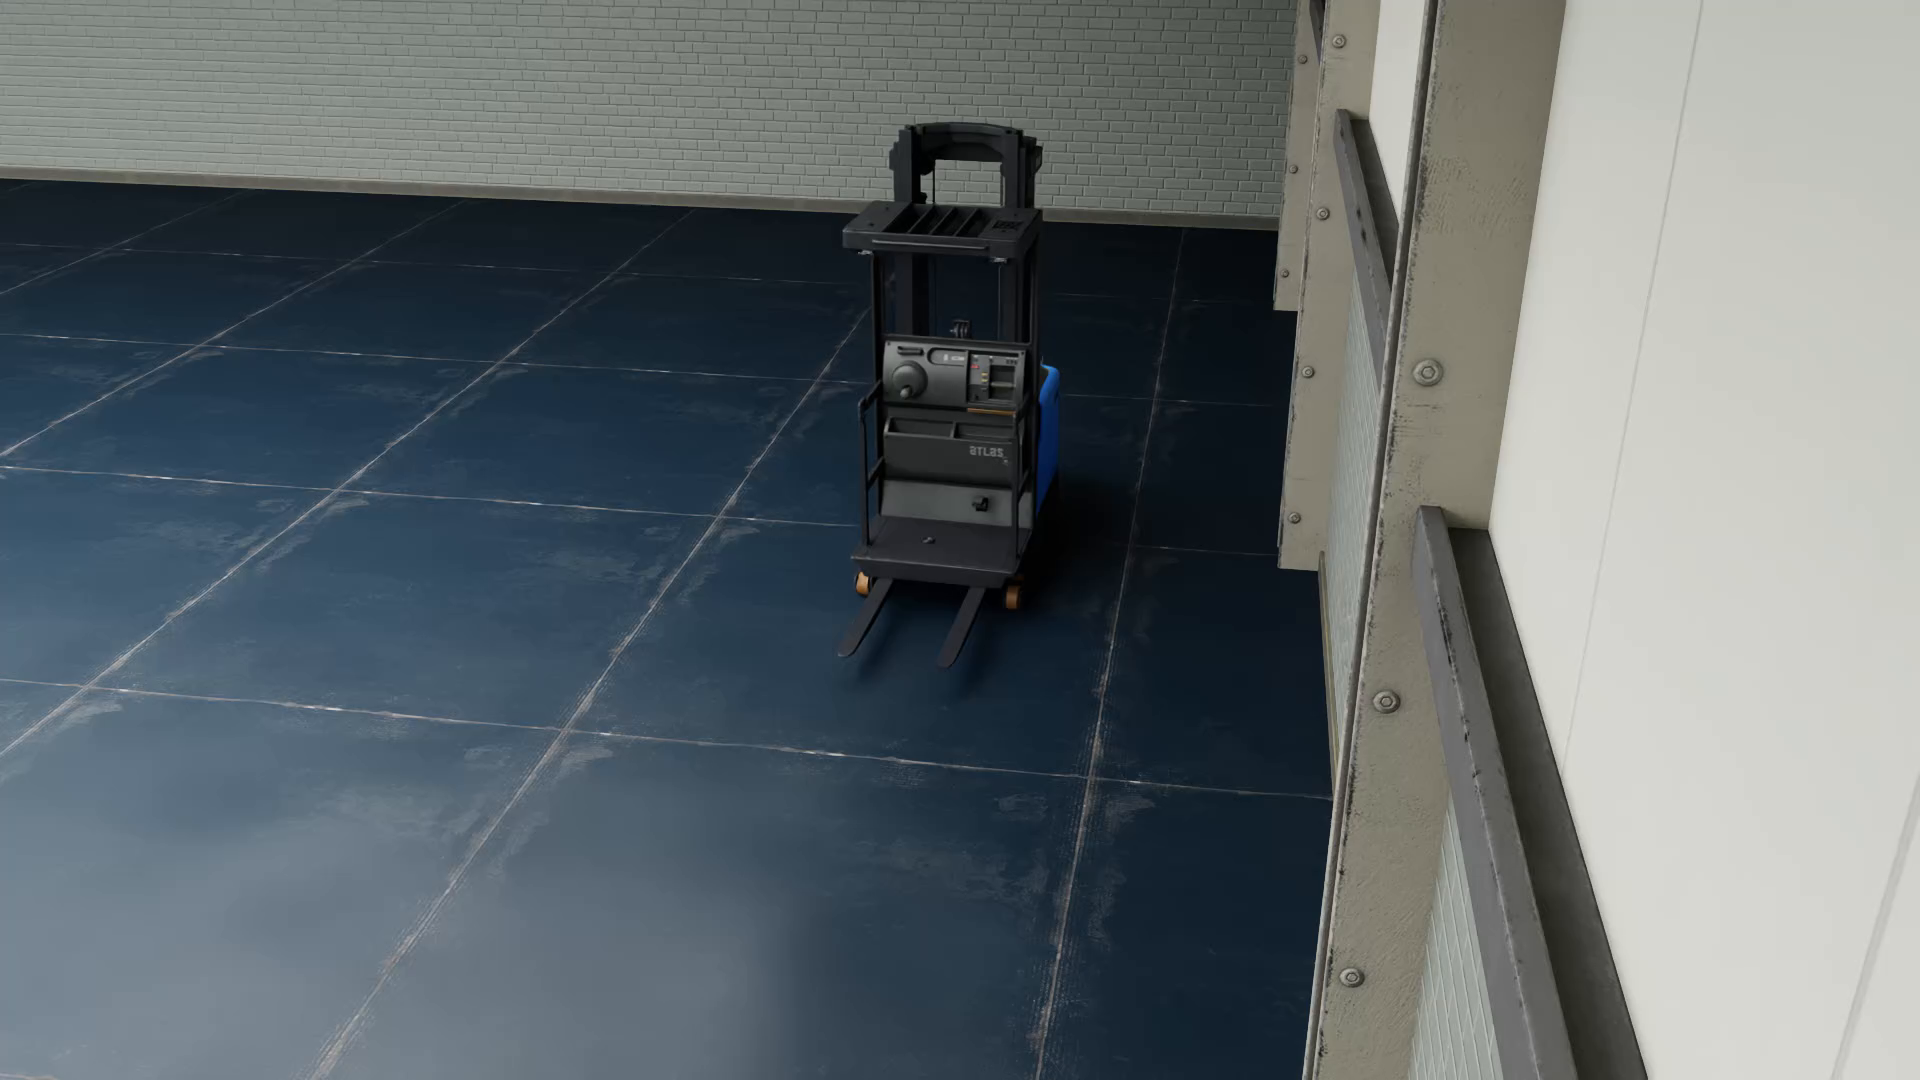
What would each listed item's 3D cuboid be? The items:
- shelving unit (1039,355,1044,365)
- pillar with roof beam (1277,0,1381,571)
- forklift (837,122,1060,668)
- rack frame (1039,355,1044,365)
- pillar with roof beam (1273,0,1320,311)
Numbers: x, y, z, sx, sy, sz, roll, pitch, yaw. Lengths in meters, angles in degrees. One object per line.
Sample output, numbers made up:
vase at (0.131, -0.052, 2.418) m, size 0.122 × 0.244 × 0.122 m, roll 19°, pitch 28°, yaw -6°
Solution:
shelving unit at (0.449, -0.877, 12.426) m, size 0.252 × 1.050 × 0.215 m, roll -17°, pitch 30°, yaw -34°
pillar with roof beam at (-1.887, -4.255, 10.269) m, size 9.100 × 9.000 × 0.400 m, roll 4°, pitch 25°, yaw 9°
forklift at (-0.080, -1.041, 10.561) m, size 1.130 × 2.935 × 3.031 m, roll 5°, pitch 26°, yaw 11°
rack frame at (0.546, -0.907, 12.494) m, size 0.008 × 1.050 × 0.200 m, roll -17°, pitch 30°, yaw -34°
pillar with roof beam at (-0.907, -6.764, 15.630) m, size 9.100 × 9.000 × 0.400 m, roll 4°, pitch 25°, yaw 9°
